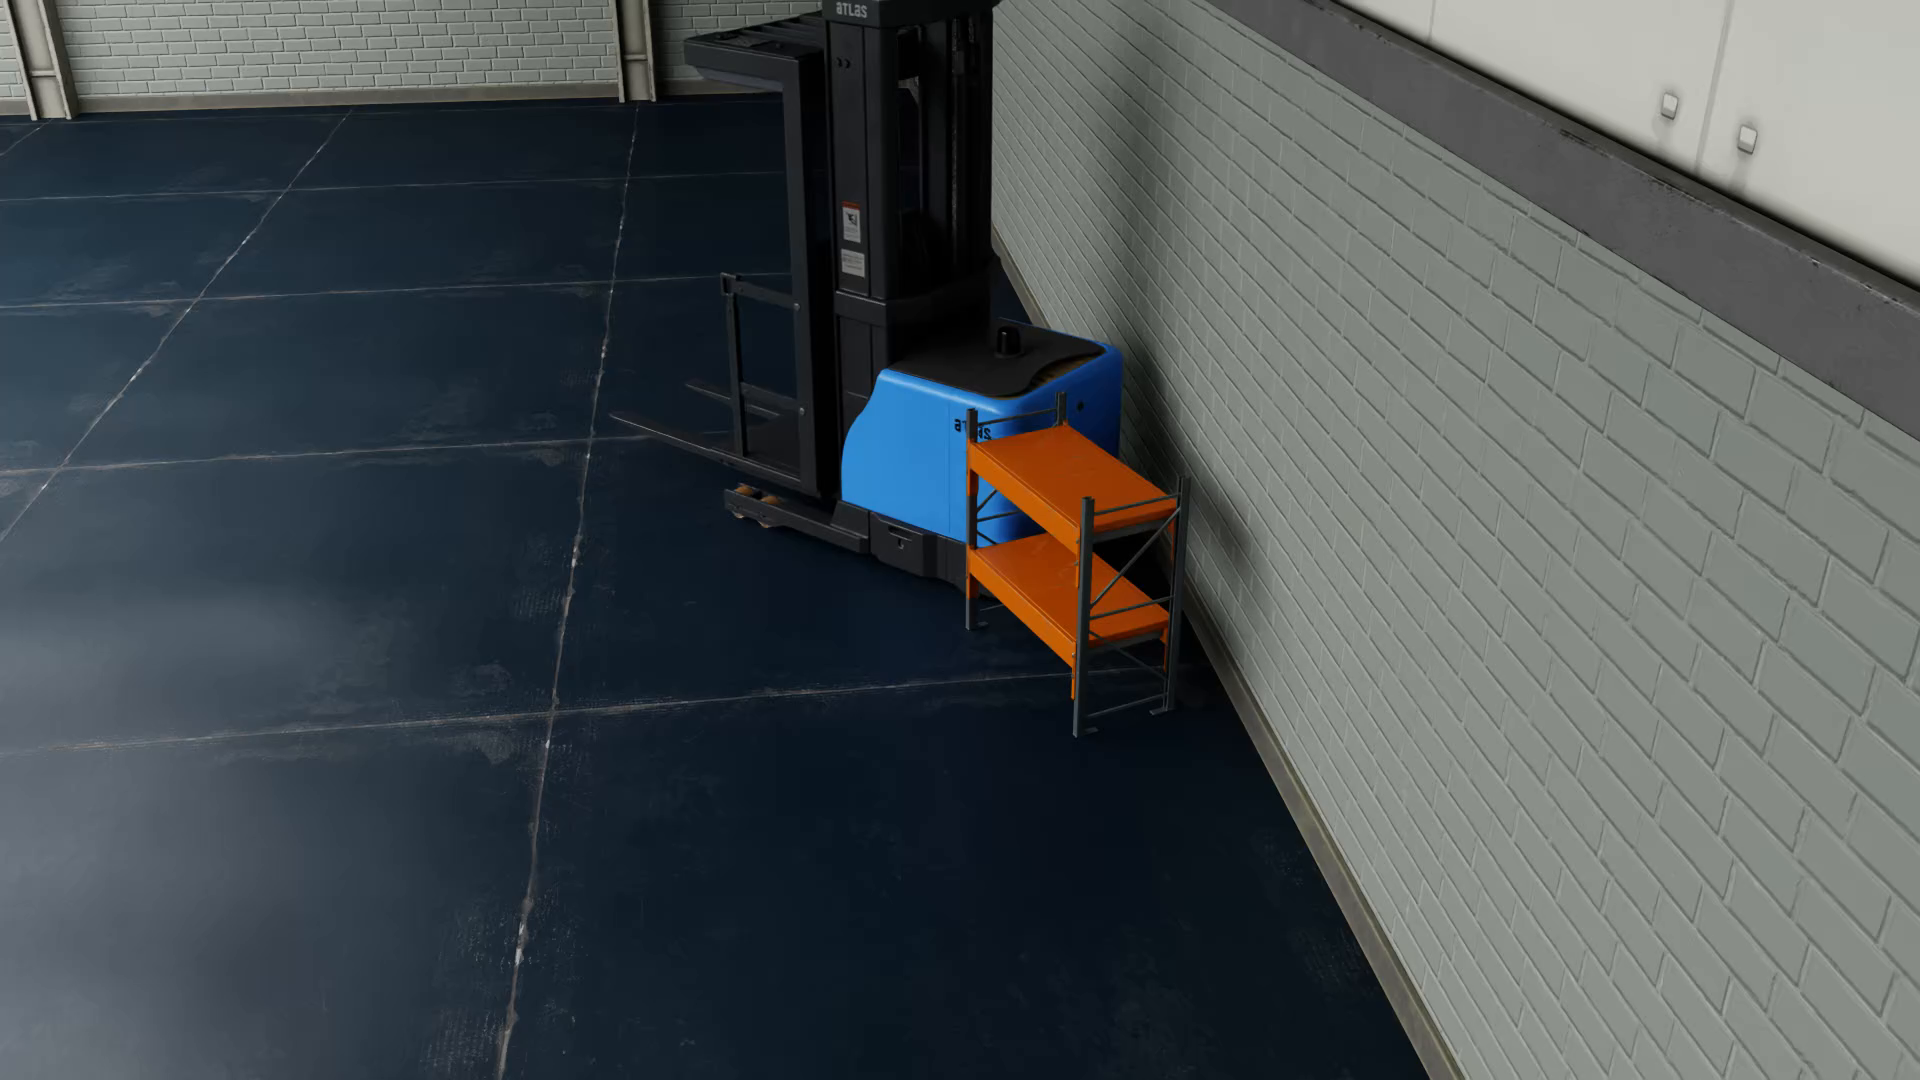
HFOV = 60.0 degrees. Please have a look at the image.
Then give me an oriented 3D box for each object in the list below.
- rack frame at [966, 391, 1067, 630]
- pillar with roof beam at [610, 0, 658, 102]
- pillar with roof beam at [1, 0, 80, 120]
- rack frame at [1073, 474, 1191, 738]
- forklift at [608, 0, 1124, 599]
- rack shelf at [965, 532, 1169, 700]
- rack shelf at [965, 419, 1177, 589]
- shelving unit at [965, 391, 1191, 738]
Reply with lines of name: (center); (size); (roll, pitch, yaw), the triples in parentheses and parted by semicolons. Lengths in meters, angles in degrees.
rack frame: (0.258, -0.127, 7.766); (0.500, 1.125, 0.032); (-13, 30, -24)
pillar with roof beam: (-2.903, -6.871, 12.284); (0.400, 9.000, 9.100); (-4, 27, -7)
pillar with roof beam: (-8.845, -6.490, 11.540); (0.400, 9.000, 9.100); (-4, 27, -7)
rack frame: (0.714, 0.287, 6.958); (0.500, 1.125, 0.032); (-13, 30, -24)
forklift: (-0.649, -1.542, 8.544); (3.031, 2.935, 1.130); (19, 33, 33)
rack shelf: (0.486, 0.298, 7.473); (0.538, 0.278, 1.000); (-13, 30, -24)
rack shelf: (0.486, -0.180, 7.228); (0.538, 0.278, 1.000); (-13, 30, -24)
shelving unit: (0.486, 0.080, 7.362); (0.538, 1.125, 1.048); (-13, 30, -24)
